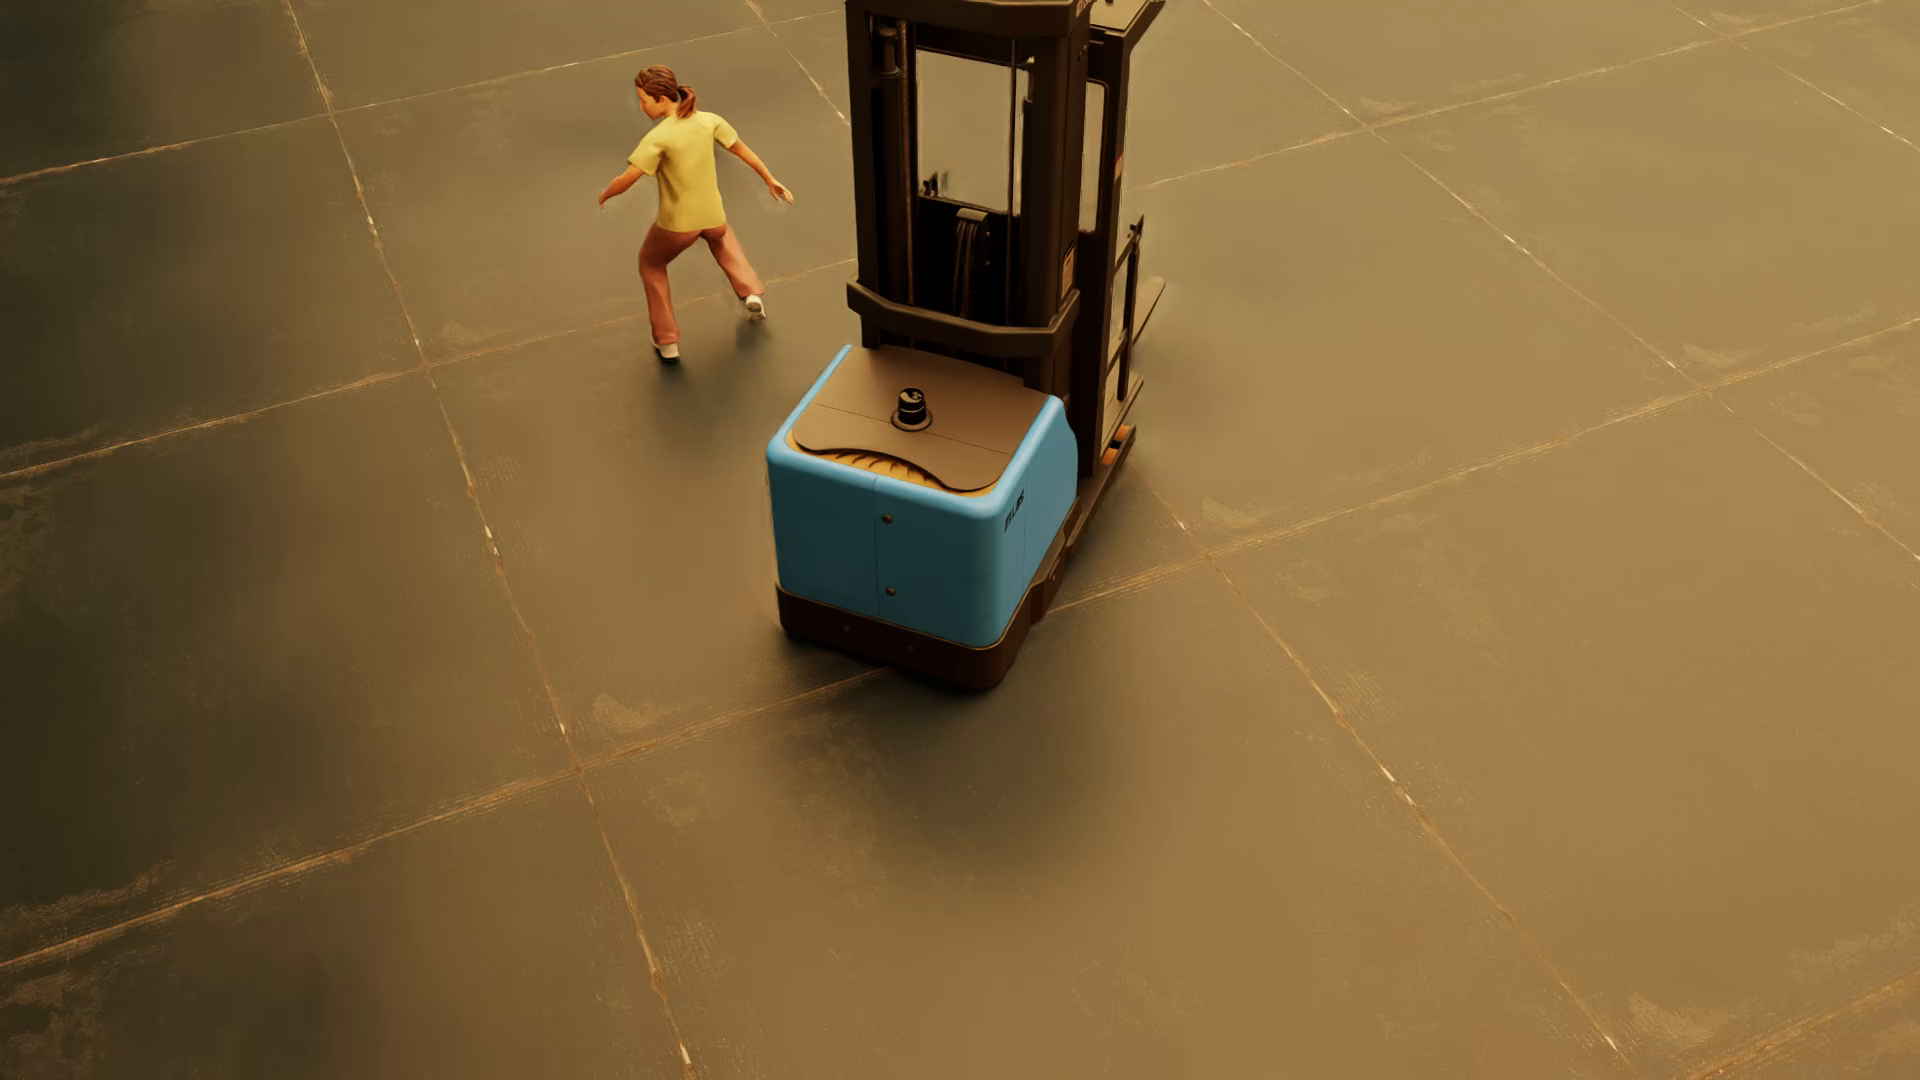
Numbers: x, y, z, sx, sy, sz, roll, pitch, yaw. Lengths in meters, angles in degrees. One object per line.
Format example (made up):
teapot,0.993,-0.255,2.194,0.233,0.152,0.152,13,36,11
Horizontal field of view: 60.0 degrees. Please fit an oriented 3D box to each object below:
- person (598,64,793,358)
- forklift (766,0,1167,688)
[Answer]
person,-1.360,-1.694,8.591,0.913,1.568,0.472,-26,49,-25
forklift,0.226,-1.459,7.243,1.130,2.935,3.031,16,45,16
